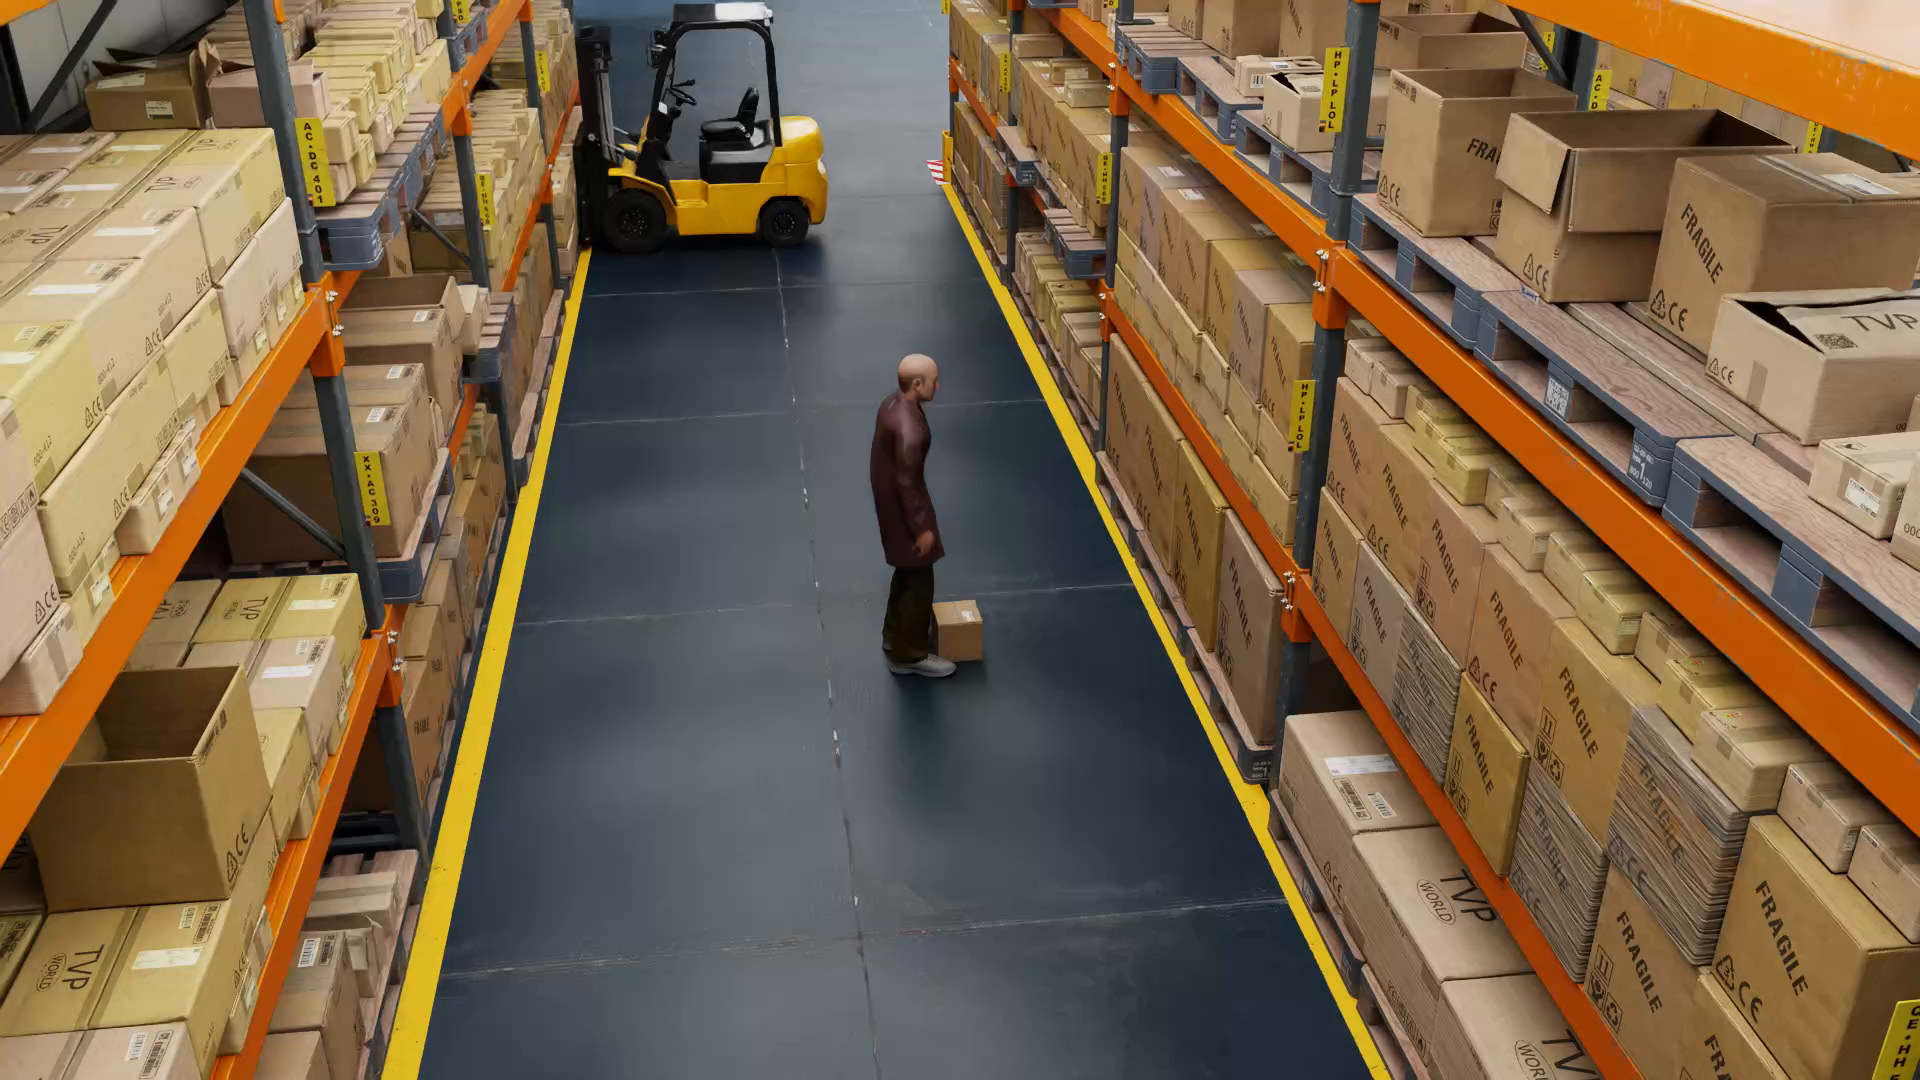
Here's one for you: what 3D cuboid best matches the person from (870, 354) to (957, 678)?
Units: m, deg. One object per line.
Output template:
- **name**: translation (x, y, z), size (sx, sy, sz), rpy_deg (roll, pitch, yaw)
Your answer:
- **person**: translation (-0.262, -0.149, 8.928), size (0.426, 1.774, 0.644), rpy_deg (-3, 27, -7)
